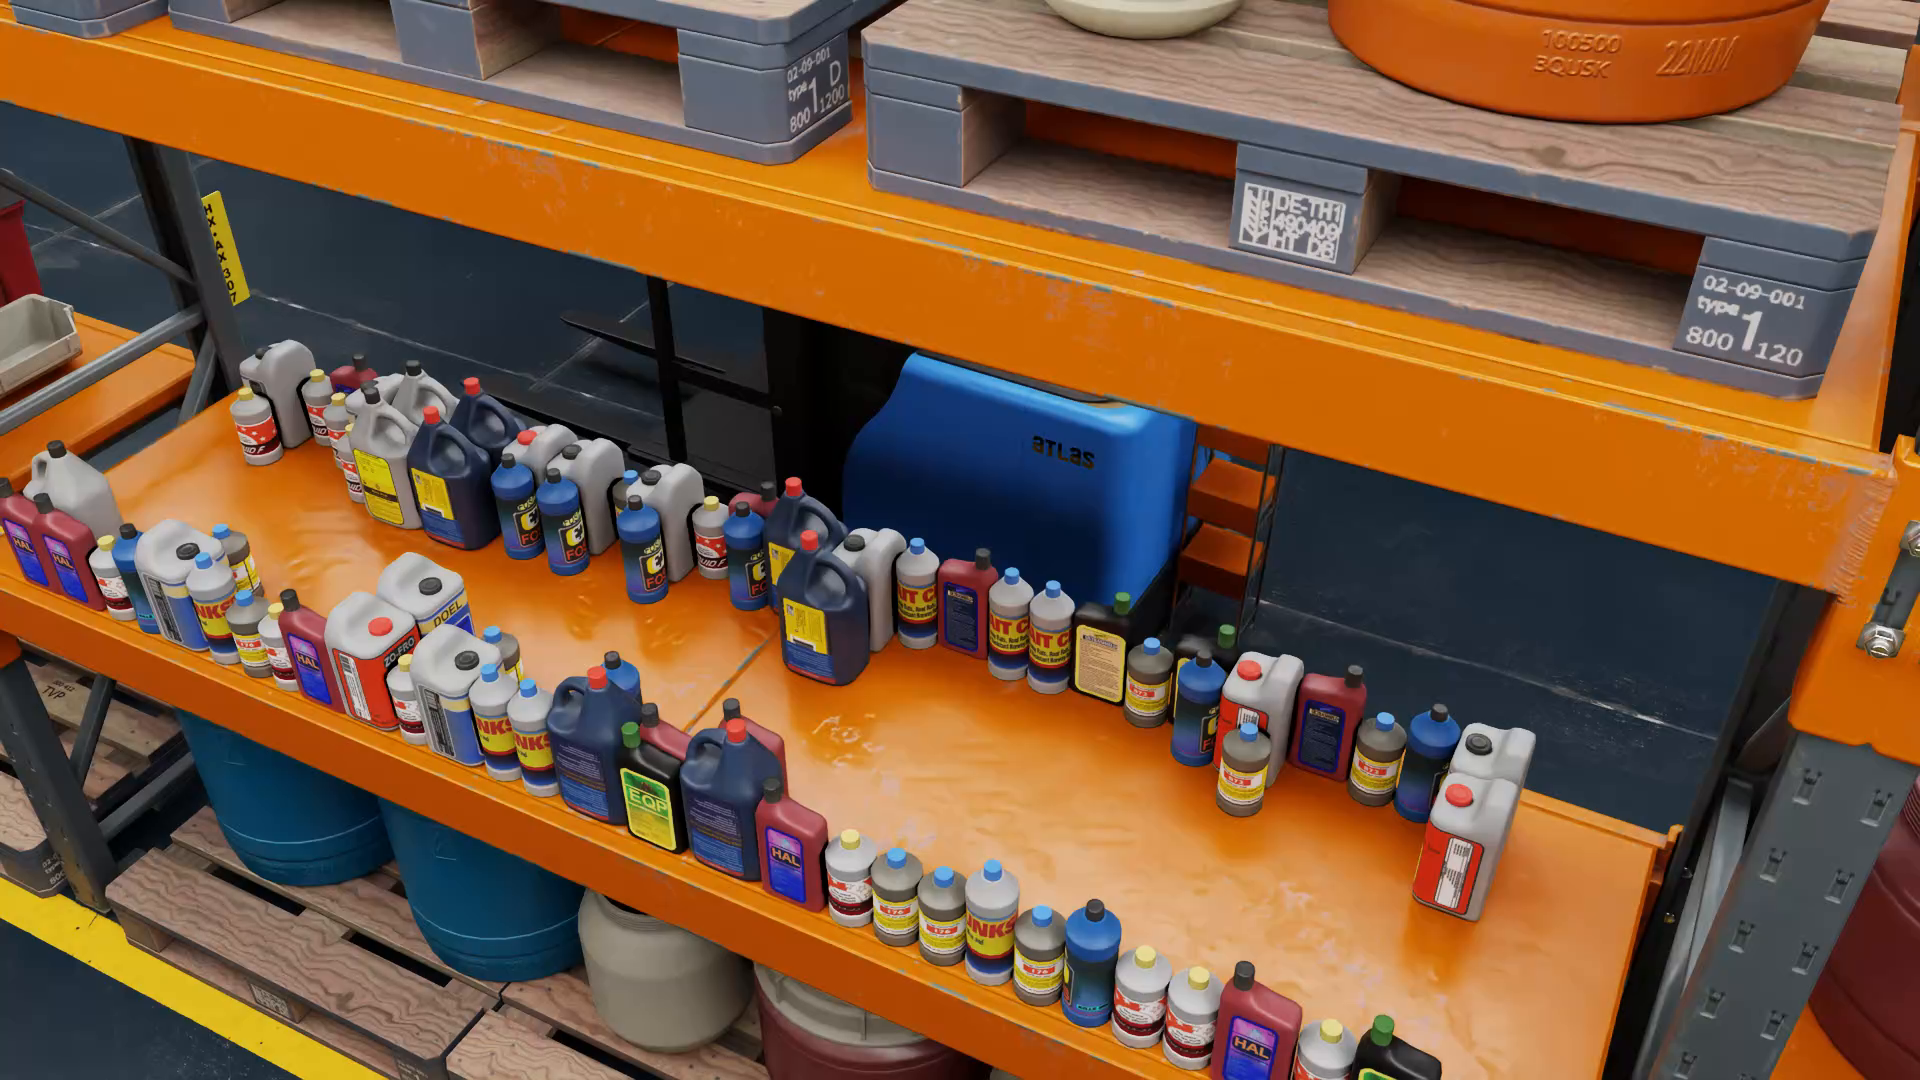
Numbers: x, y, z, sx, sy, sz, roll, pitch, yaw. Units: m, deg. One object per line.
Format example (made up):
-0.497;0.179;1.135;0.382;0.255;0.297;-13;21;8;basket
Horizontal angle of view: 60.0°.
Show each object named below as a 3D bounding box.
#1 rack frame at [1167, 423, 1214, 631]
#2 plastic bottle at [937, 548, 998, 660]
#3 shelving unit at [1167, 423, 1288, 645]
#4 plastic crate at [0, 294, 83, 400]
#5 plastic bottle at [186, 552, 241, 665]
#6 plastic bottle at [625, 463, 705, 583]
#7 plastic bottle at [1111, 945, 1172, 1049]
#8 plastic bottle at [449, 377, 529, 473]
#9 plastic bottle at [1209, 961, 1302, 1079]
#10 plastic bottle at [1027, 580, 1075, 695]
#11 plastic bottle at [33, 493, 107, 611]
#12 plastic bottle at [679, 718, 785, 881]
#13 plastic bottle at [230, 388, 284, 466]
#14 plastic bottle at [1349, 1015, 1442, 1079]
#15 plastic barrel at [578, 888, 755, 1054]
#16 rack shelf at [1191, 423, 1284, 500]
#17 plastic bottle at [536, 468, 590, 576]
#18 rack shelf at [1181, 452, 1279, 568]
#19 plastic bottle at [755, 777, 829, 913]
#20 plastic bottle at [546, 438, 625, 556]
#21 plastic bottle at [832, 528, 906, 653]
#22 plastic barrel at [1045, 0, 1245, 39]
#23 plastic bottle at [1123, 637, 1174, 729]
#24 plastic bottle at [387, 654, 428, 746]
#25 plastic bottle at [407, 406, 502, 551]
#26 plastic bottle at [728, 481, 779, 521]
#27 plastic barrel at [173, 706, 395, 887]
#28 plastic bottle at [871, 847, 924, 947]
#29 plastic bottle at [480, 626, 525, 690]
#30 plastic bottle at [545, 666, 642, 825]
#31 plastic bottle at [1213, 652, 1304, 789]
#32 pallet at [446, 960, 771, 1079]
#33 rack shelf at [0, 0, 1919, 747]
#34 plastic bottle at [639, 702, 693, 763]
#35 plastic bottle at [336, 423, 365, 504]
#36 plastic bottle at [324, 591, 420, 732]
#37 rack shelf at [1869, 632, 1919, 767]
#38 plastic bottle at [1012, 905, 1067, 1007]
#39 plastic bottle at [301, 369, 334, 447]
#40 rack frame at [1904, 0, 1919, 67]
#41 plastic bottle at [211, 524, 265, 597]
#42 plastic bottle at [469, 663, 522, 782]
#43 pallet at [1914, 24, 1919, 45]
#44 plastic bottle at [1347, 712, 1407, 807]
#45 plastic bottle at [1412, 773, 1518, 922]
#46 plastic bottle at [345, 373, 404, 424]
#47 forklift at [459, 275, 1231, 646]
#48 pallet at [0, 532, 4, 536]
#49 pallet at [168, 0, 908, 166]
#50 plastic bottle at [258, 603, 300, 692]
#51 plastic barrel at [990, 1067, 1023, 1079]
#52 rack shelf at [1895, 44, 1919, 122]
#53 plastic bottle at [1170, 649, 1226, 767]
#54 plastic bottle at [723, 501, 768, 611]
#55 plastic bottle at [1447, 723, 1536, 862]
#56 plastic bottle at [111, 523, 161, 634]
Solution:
0.793;-0.148;5.562;0.008;1.050;0.200;20;42;21;rack frame
0.017;0.130;3.695;0.133;0.283;0.061;17;41;21;plastic bottle
0.900;-0.108;5.518;0.252;1.050;0.215;20;42;21;shelving unit
-2.642;-0.514;4.615;0.243;0.136;0.396;17;41;21;plastic crate
-1.643;0.144;3.686;0.097;0.271;0.097;0;37;0;plastic bottle
-0.698;-0.060;3.951;0.135;0.276;0.152;17;41;21;plastic bottle
0.317;0.785;2.899;0.097;0.201;0.097;0;37;0;plastic bottle
-1.163;-0.238;4.124;0.185;0.351;0.144;17;41;21;plastic bottle
0.497;0.822;2.783;0.133;0.283;0.061;17;41;21;plastic bottle
0.198;0.203;3.608;0.097;0.271;0.097;0;37;0;plastic bottle
-2.046;0.025;3.832;0.133;0.283;0.061;17;41;21;plastic bottle
-0.435;0.475;3.185;0.185;0.351;0.144;17;41;21;plastic bottle
-1.836;-0.302;4.331;0.097;0.201;0.097;0;37;0;plastic bottle
0.702;0.886;2.699;0.133;0.283;0.061;17;41;21;plastic bottle
-0.730;0.997;4.167;0.421;0.512;0.421;0;37;0;plastic barrel
0.908;-0.323;5.349;0.240;0.259;0.215;20;42;21;rack shelf
-0.945;-0.051;3.942;0.097;0.271;0.097;0;37;0;plastic bottle
0.899;-0.100;5.524;0.240;0.259;0.215;20;42;21;rack shelf
-0.313;0.568;3.117;0.133;0.283;0.061;17;41;21;plastic bottle
-0.904;-0.125;4.036;0.135;0.276;0.152;17;41;21;plastic bottle
-0.209;0.093;3.749;0.135;0.276;0.152;17;41;21;plastic bottle
0.238;-0.804;2.114;0.301;0.262;0.301;0;37;0;plastic barrel
0.402;0.295;3.544;0.097;0.201;0.097;0;37;0;plastic bottle
-1.146;0.327;3.502;0.097;0.201;0.097;0;37;0;plastic bottle
-1.230;-0.161;4.022;0.185;0.351;0.144;17;41;21;plastic bottle
-0.472;-0.023;3.896;0.133;0.283;0.061;17;41;21;plastic bottle
-1.819;0.440;4.578;0.708;0.901;0.600;17;41;21;plastic barrel
-0.115;0.650;3.077;0.097;0.201;0.097;0;37;0;plastic bottle
-0.989;0.273;3.574;0.097;0.201;0.097;0;37;0;plastic bottle
-0.717;0.386;3.301;0.185;0.351;0.144;17;41;21;plastic bottle
0.611;0.350;3.411;0.135;0.276;0.152;17;41;21;plastic bottle
-0.541;1.297;4.367;1.213;0.211;1.003;17;41;21;pallet
-0.518;-0.742;2.860;4.000;0.370;1.077;17;41;21;rack shelf
-0.567;0.447;3.277;0.133;0.283;0.061;17;41;21;plastic bottle
-1.512;-0.200;4.198;0.097;0.201;0.097;0;37;0;plastic bottle
-1.236;0.251;3.541;0.135;0.276;0.152;17;41;21;plastic bottle
3.034;0.371;1.395;4.000;0.370;1.077;17;41;21;rack shelf
0.144;0.731;2.970;0.097;0.201;0.097;0;37;0;plastic bottle
-1.680;-0.357;4.403;0.097;0.201;0.097;0;37;0;plastic bottle
3.535;-1.936;6.320;0.127;3.000;1.000;17;41;21;rack frame
-1.693;0.053;3.864;0.097;0.201;0.097;0;37;0;plastic bottle
-0.940;0.364;3.396;0.097;0.271;0.097;0;37;0;plastic bottle
6.572;-3.201;10.292;1.213;0.211;1.003;17;41;21;pallet
0.845;0.434;3.362;0.097;0.201;0.097;0;37;0;plastic bottle
0.952;0.560;3.134;0.135;0.276;0.152;17;41;21;plastic bottle
-1.471;-0.302;4.270;0.135;0.276;0.152;17;41;21;plastic bottle
-0.547;-1.355;5.611;3.031;2.935;1.130;19;41;23;forklift
-4.052;0.199;5.813;1.213;0.211;1.003;17;41;21;pallet
-0.545;-1.030;2.801;1.213;0.211;1.003;17;41;21;pallet
-1.470;0.226;3.636;0.097;0.201;0.097;0;37;0;plastic bottle
0.273;1.311;3.753;0.421;0.512;0.421;0;37;0;plastic barrel
5.311;-1.094;5.805;4.000;0.370;1.077;17;41;21;rack shelf
0.493;0.337;3.431;0.097;0.271;0.097;0;37;0;plastic bottle
-0.492;0.029;3.837;0.097;0.271;0.097;0;37;0;plastic bottle
1.022;0.478;3.241;0.135;0.276;0.152;17;41;21;plastic bottle
-1.849;0.079;3.771;0.097;0.271;0.097;0;37;0;plastic bottle
